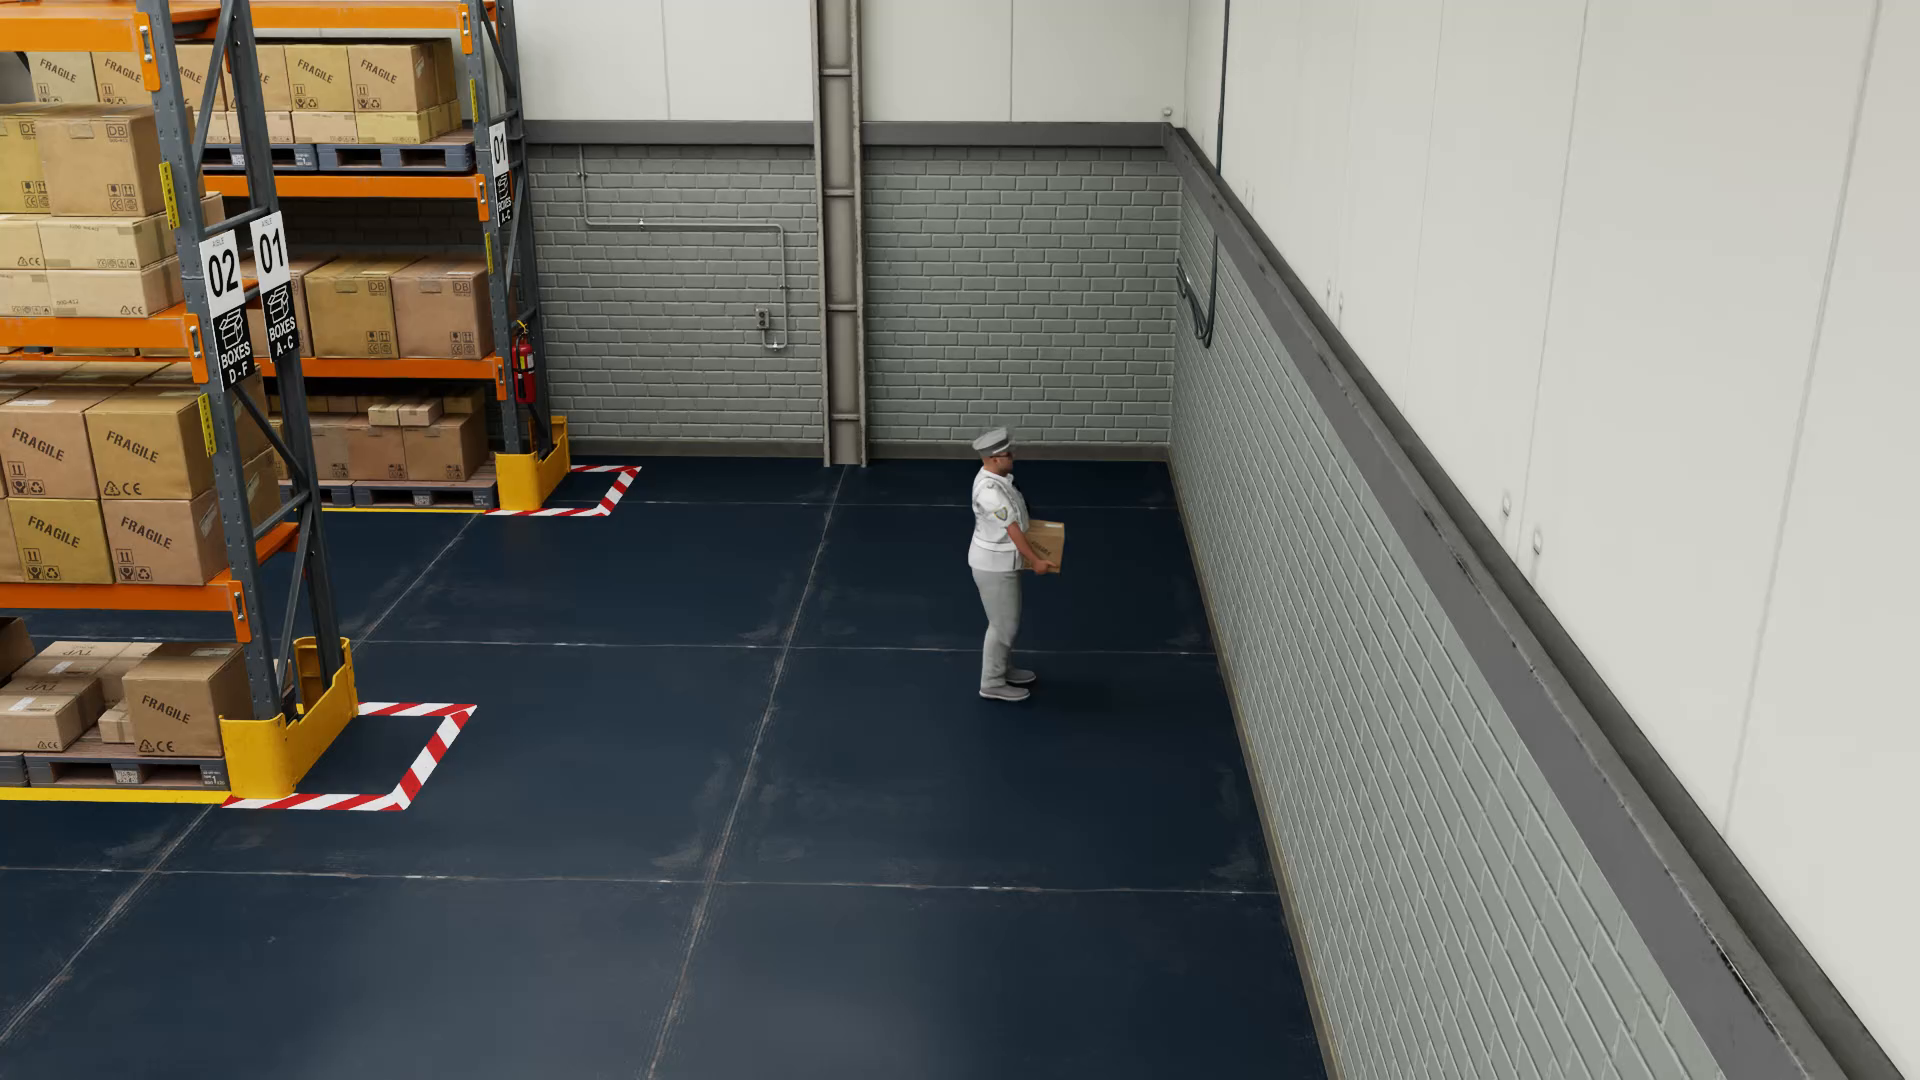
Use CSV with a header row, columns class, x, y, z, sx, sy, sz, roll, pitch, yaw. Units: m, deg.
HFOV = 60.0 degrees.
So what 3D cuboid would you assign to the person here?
class,x,y,z,sx,sy,sz,roll,pitch,yaw
person,0.339,0.143,10.669,0.563,1.770,0.492,1,21,2
